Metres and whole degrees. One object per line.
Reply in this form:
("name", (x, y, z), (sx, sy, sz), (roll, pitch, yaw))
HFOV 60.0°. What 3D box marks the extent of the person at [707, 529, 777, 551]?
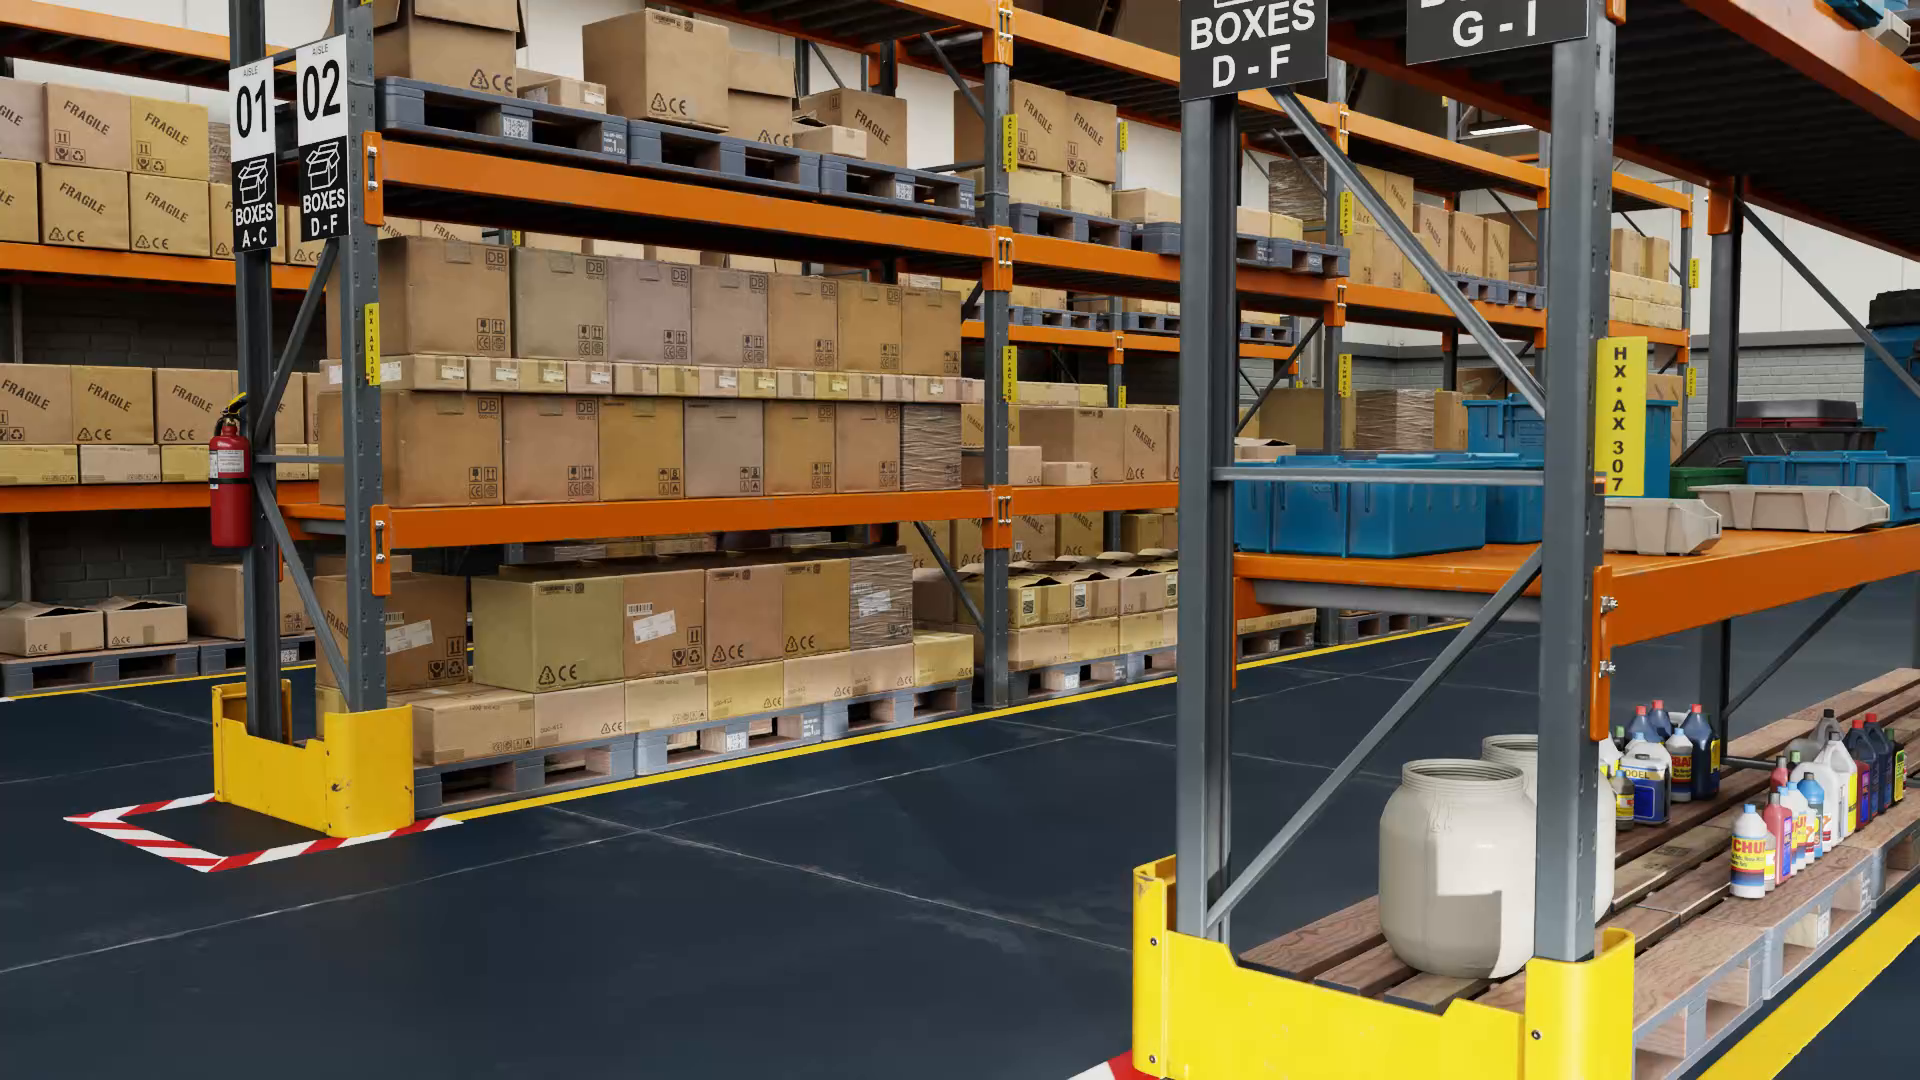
("person", (-1.595, -0.033, 12.239), (0.422, 1.774, 0.642), (3, 5, 41))
